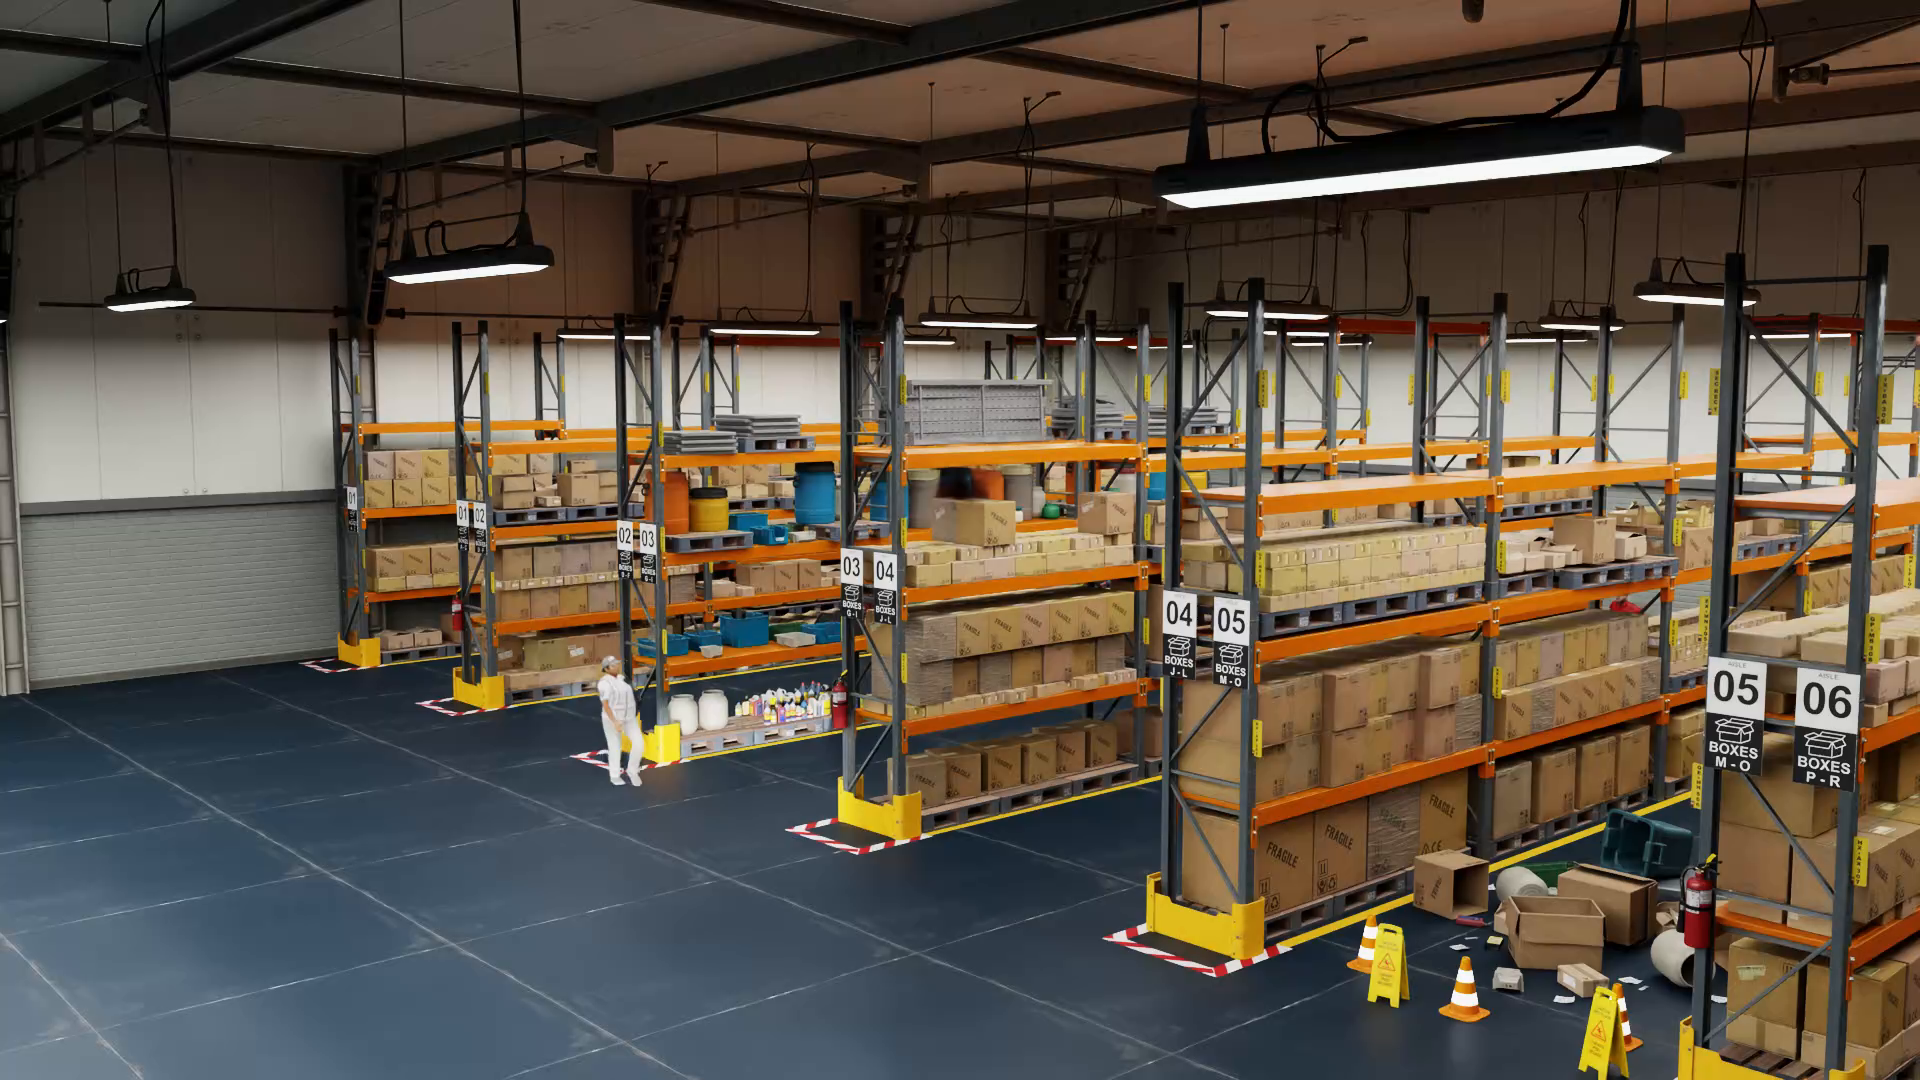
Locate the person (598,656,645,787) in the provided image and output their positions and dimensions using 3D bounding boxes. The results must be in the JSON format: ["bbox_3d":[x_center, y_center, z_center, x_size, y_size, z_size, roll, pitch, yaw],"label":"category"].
[{"bbox_3d":[-4.273,2.289,20.877,0.513,1.673,0.517,-4,7,-34],"label":"person"}]

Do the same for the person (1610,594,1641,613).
[{"bbox_3d":[10.712,1.626,26.927,1.015,1.710,0.681,-6,8,-44],"label":"person"}]
